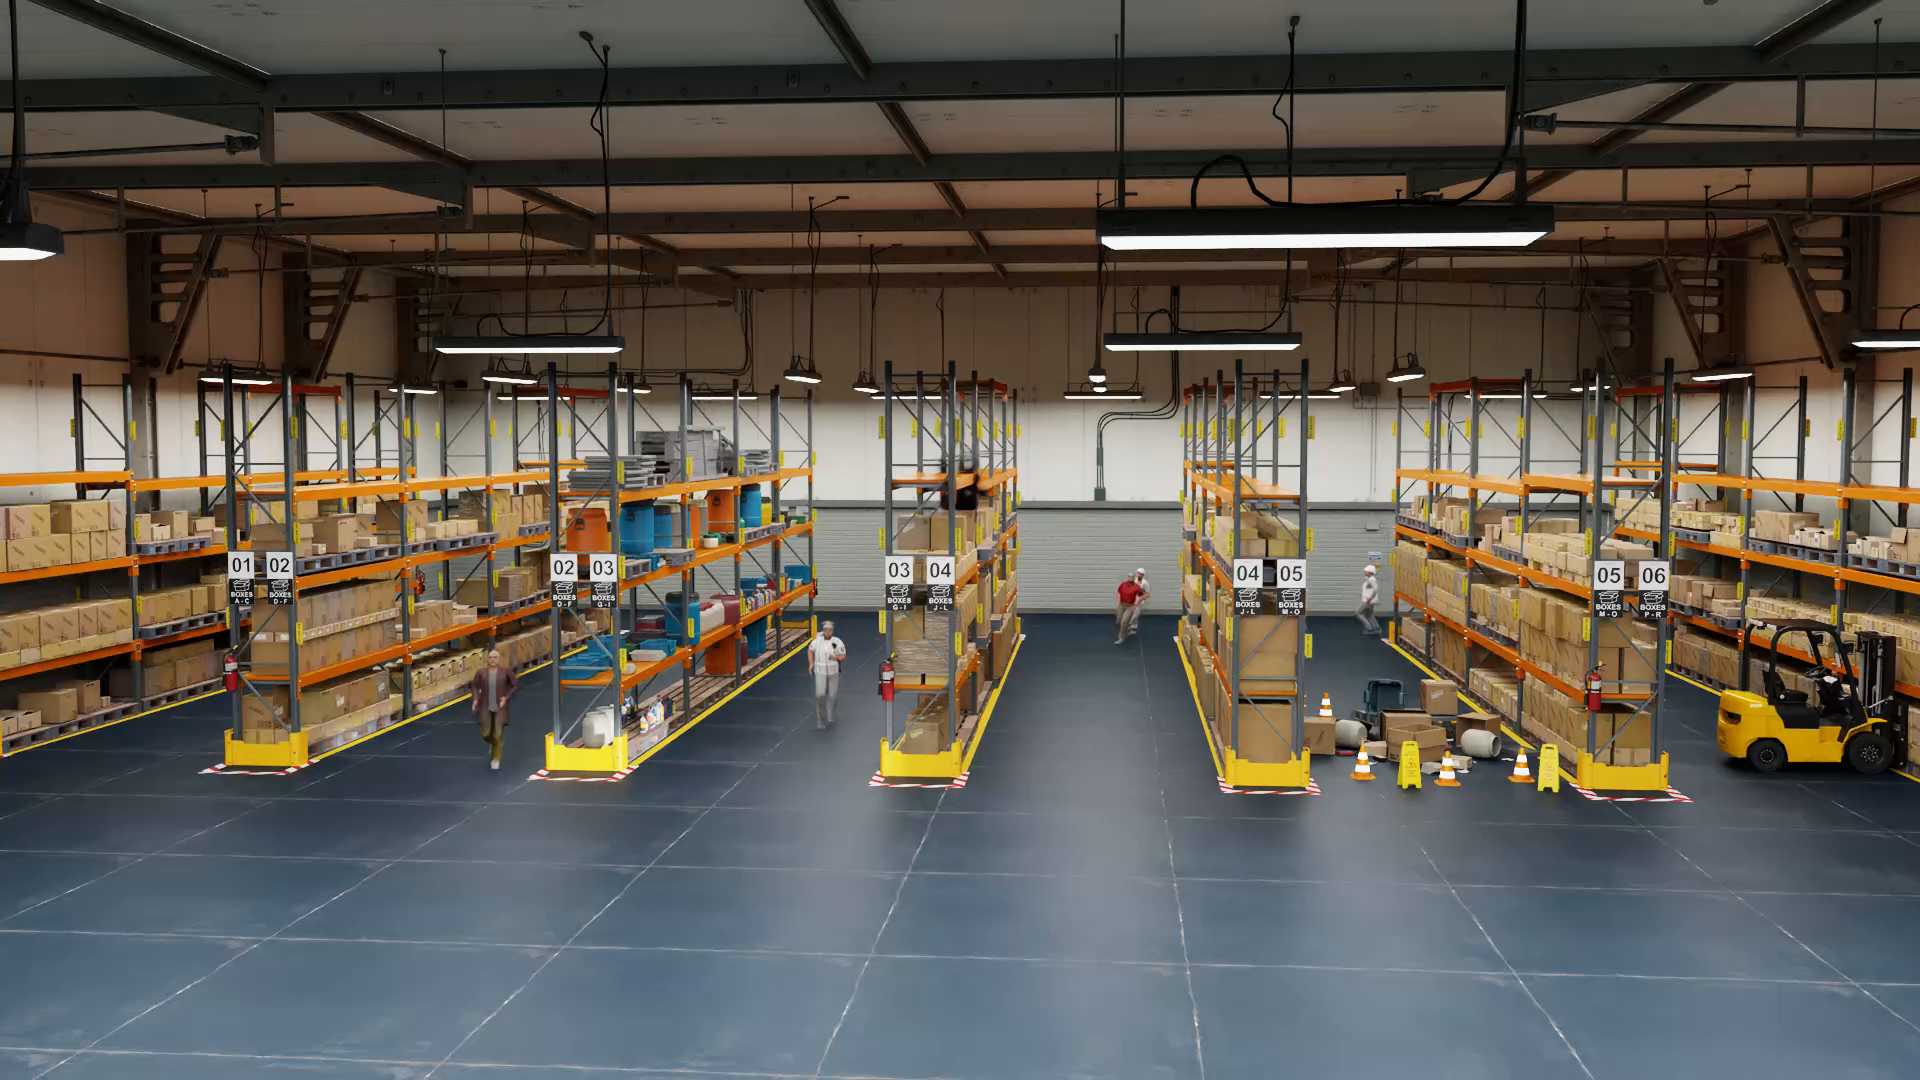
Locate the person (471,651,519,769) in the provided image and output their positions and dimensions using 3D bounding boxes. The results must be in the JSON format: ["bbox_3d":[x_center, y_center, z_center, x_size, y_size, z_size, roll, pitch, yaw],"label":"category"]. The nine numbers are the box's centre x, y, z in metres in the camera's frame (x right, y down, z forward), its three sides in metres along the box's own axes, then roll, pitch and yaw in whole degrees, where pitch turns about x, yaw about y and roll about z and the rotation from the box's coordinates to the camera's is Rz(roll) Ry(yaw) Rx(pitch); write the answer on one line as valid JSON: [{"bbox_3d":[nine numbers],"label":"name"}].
[{"bbox_3d":[-6.942,2.514,24.816,0.709,1.737,0.640,0,4,-6],"label":"person"}]

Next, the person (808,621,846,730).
[{"bbox_3d":[-2.242,2.282,28.075,0.631,1.850,0.768,0,4,-7],"label":"person"}]

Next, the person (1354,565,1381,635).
[{"bbox_3d":[9.934,1.479,40.492,0.636,1.745,0.714,1,4,18],"label":"person"}]

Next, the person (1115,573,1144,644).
[{"bbox_3d":[3.977,1.596,39.130,0.727,1.675,0.642,2,4,25],"label":"person"}]

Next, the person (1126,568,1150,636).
[{"bbox_3d":[4.215,1.509,40.225,0.848,1.703,0.647,3,5,34],"label":"person"}]
